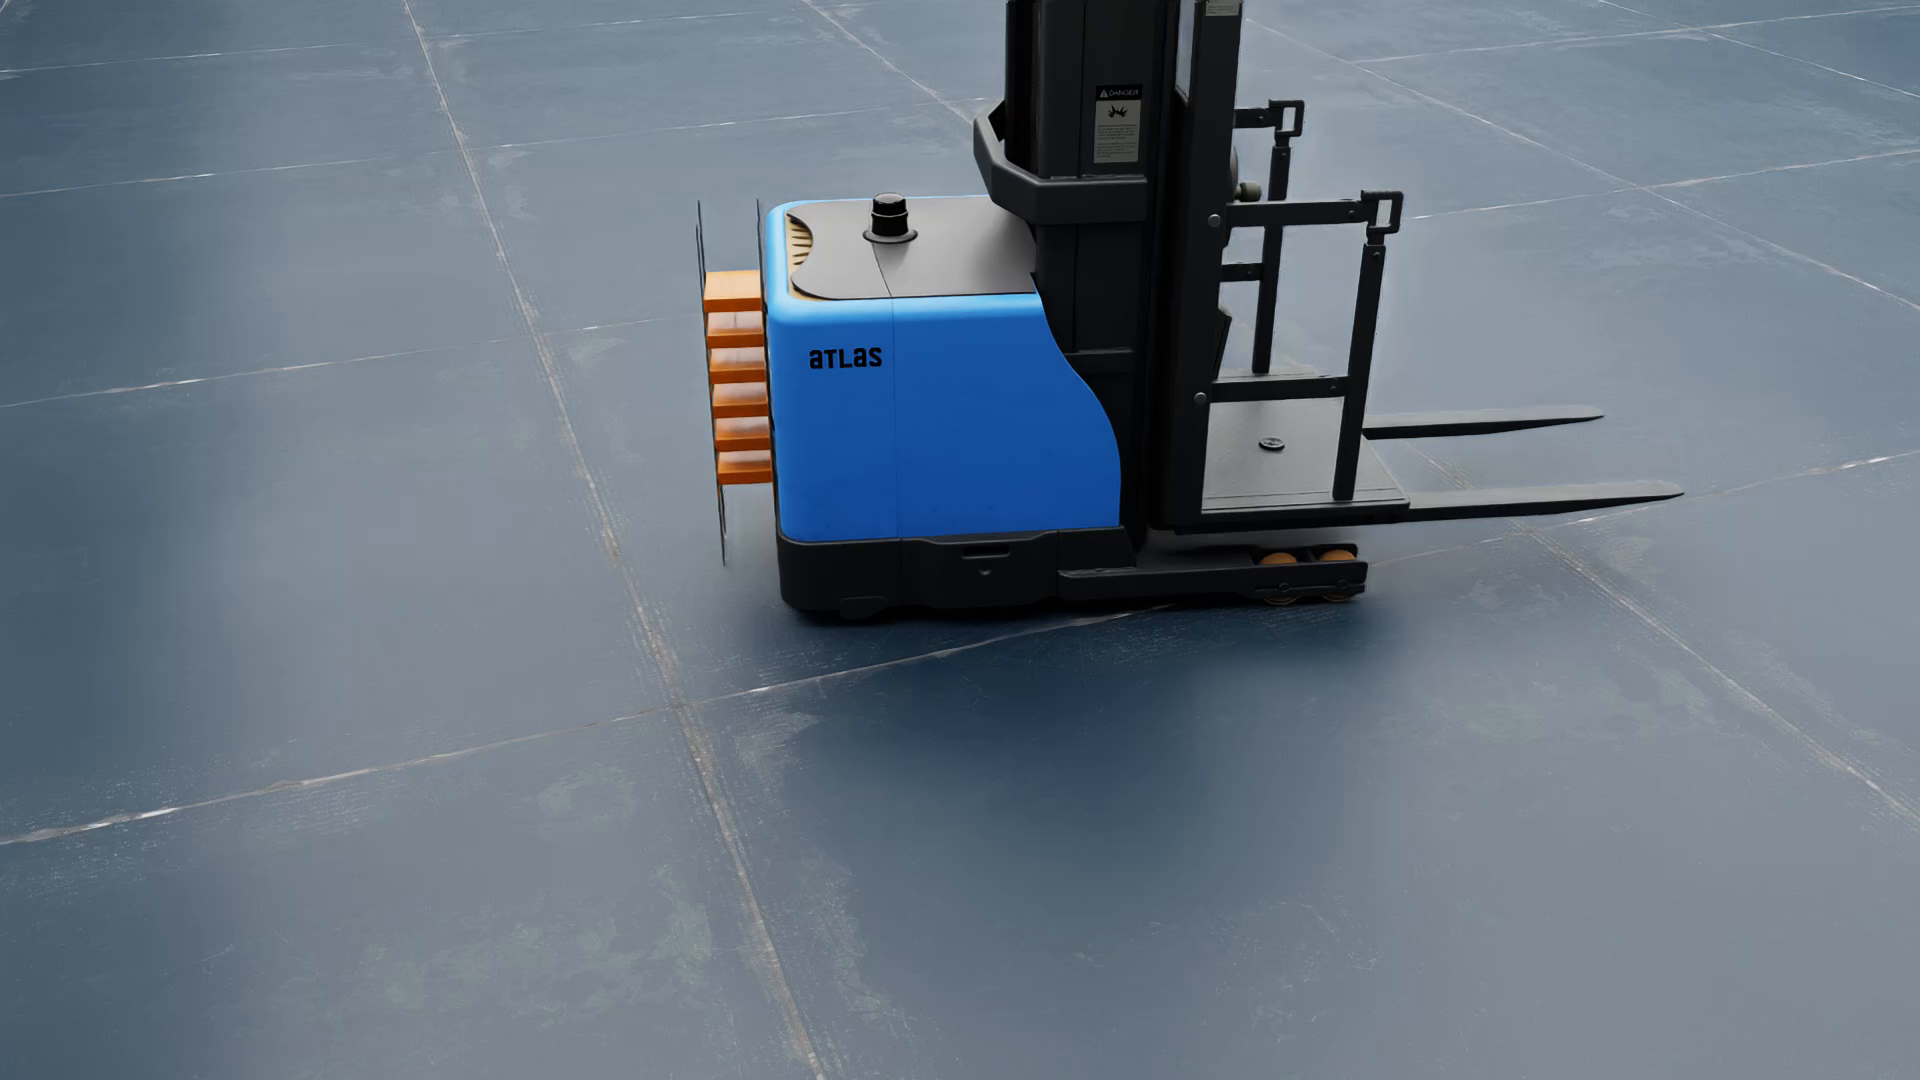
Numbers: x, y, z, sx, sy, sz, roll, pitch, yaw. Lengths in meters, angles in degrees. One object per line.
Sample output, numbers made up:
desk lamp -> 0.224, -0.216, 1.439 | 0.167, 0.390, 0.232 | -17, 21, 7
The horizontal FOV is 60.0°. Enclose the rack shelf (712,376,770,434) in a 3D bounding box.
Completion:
rack shelf -> -0.712, -0.450, 5.418 | 0.180, 0.103, 0.258 | -3, 30, -5

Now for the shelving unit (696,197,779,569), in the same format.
shelving unit -> -0.712, -0.489, 5.396 | 0.189, 1.200, 0.258 | -3, 30, -5

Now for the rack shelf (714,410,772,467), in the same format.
rack shelf -> -0.712, -0.346, 5.478 | 0.180, 0.103, 0.258 | -3, 30, -5

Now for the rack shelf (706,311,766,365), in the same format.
rack shelf -> -0.712, -0.659, 5.299 | 0.180, 0.103, 0.258 | -3, 30, -5

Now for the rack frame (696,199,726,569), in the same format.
rack frame -> -0.803, -0.484, 5.388 | 0.006, 1.200, 0.240 | -3, 30, -5

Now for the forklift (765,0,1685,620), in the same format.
forklift -> 0.892, -1.321, 5.108 | 3.031, 2.935, 1.130 | -3, 30, -5

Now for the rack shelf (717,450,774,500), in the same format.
rack shelf -> -0.712, -0.242, 5.537 | 0.180, 0.103, 0.258 | -3, 30, -5

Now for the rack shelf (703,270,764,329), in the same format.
rack shelf -> -0.712, -0.763, 5.240 | 0.180, 0.103, 0.258 | -3, 30, -5

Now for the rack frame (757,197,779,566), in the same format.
rack frame -> -0.621, -0.494, 5.405 | 0.006, 1.200, 0.240 | -3, 30, -5

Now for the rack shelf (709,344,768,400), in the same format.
rack shelf -> -0.712, -0.555, 5.359 | 0.180, 0.103, 0.258 | -3, 30, -5
